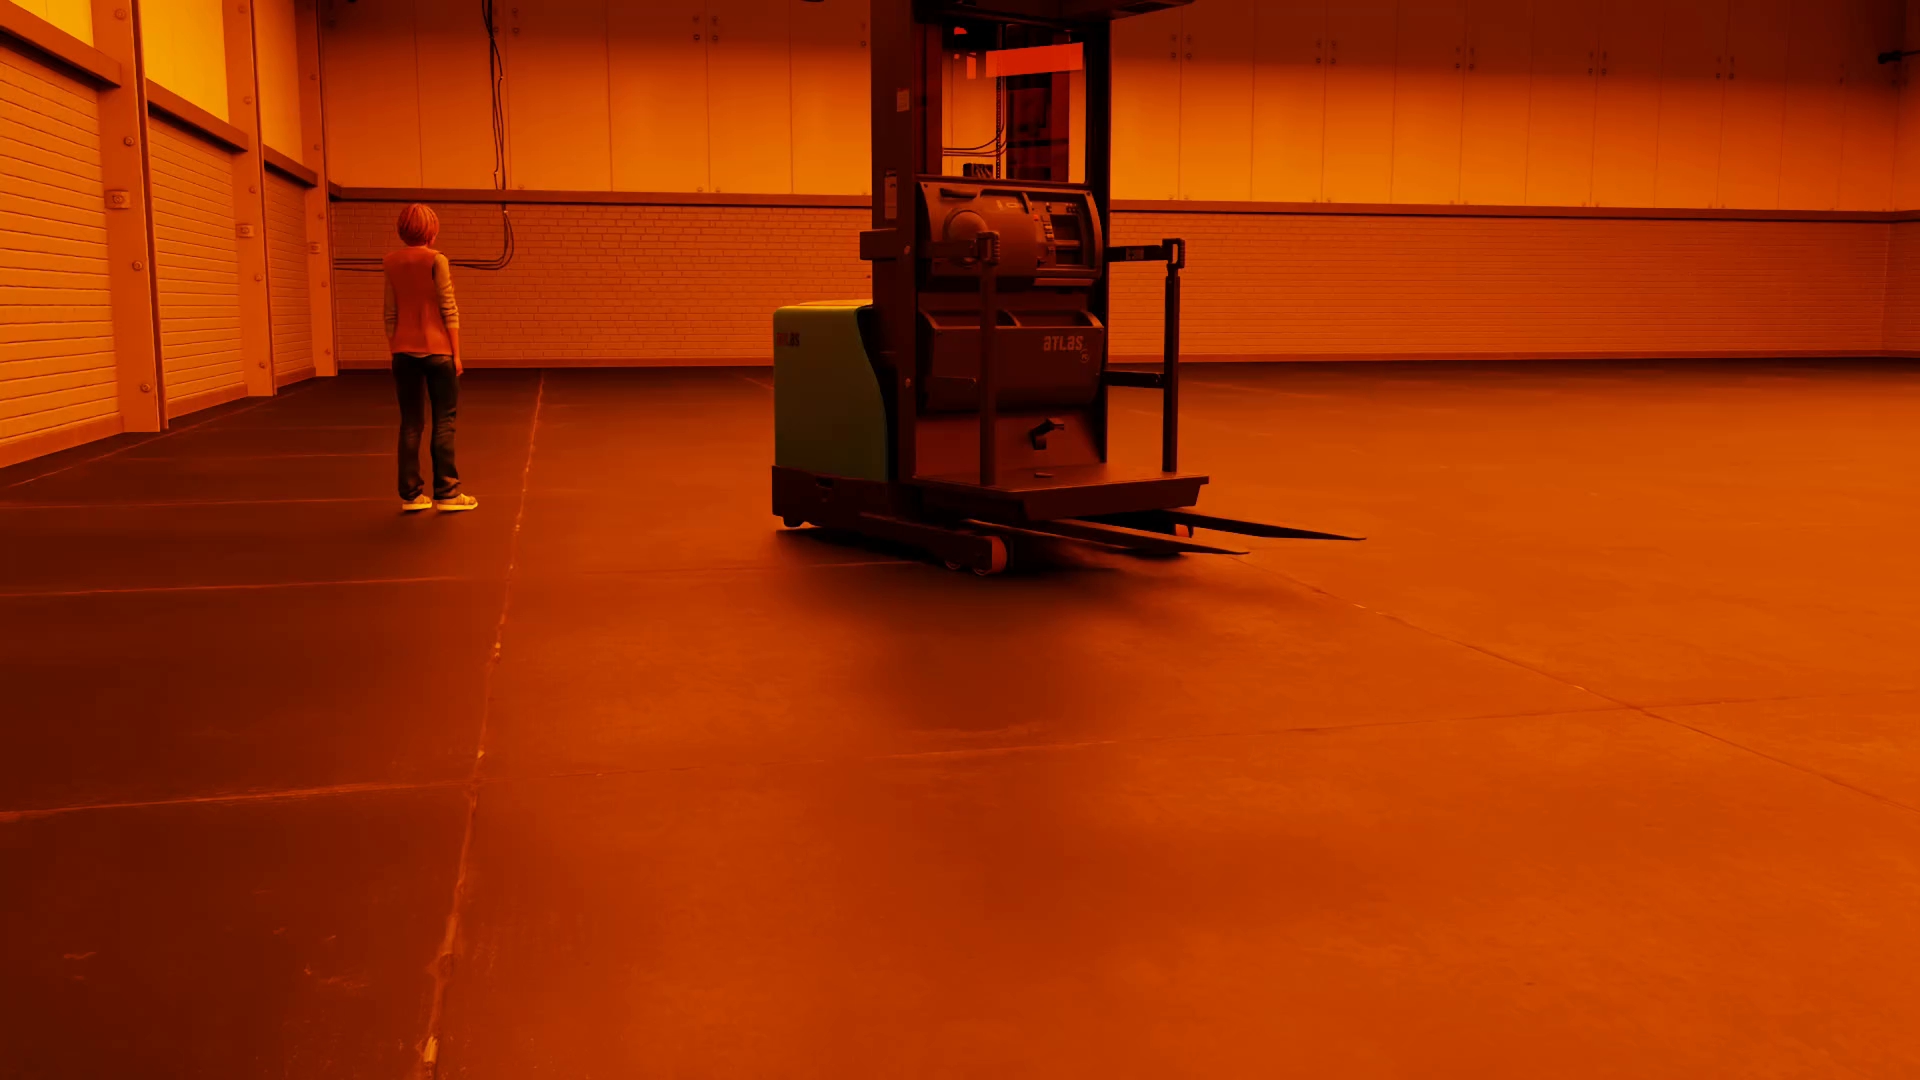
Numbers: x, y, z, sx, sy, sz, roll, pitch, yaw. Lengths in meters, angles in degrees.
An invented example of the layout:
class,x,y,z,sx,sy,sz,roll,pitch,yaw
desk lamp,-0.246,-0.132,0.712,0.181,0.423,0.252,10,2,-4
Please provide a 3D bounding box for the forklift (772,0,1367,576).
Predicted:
class,x,y,z,sx,sy,sz,roll,pitch,yaw
forklift,0.355,-1.383,7.015,1.130,2.935,3.031,-6,10,-35

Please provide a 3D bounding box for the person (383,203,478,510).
class,x,y,z,sx,sy,sz,roll,pitch,yaw
person,-2.801,-0.950,8.721,0.410,1.604,0.314,2,8,12
